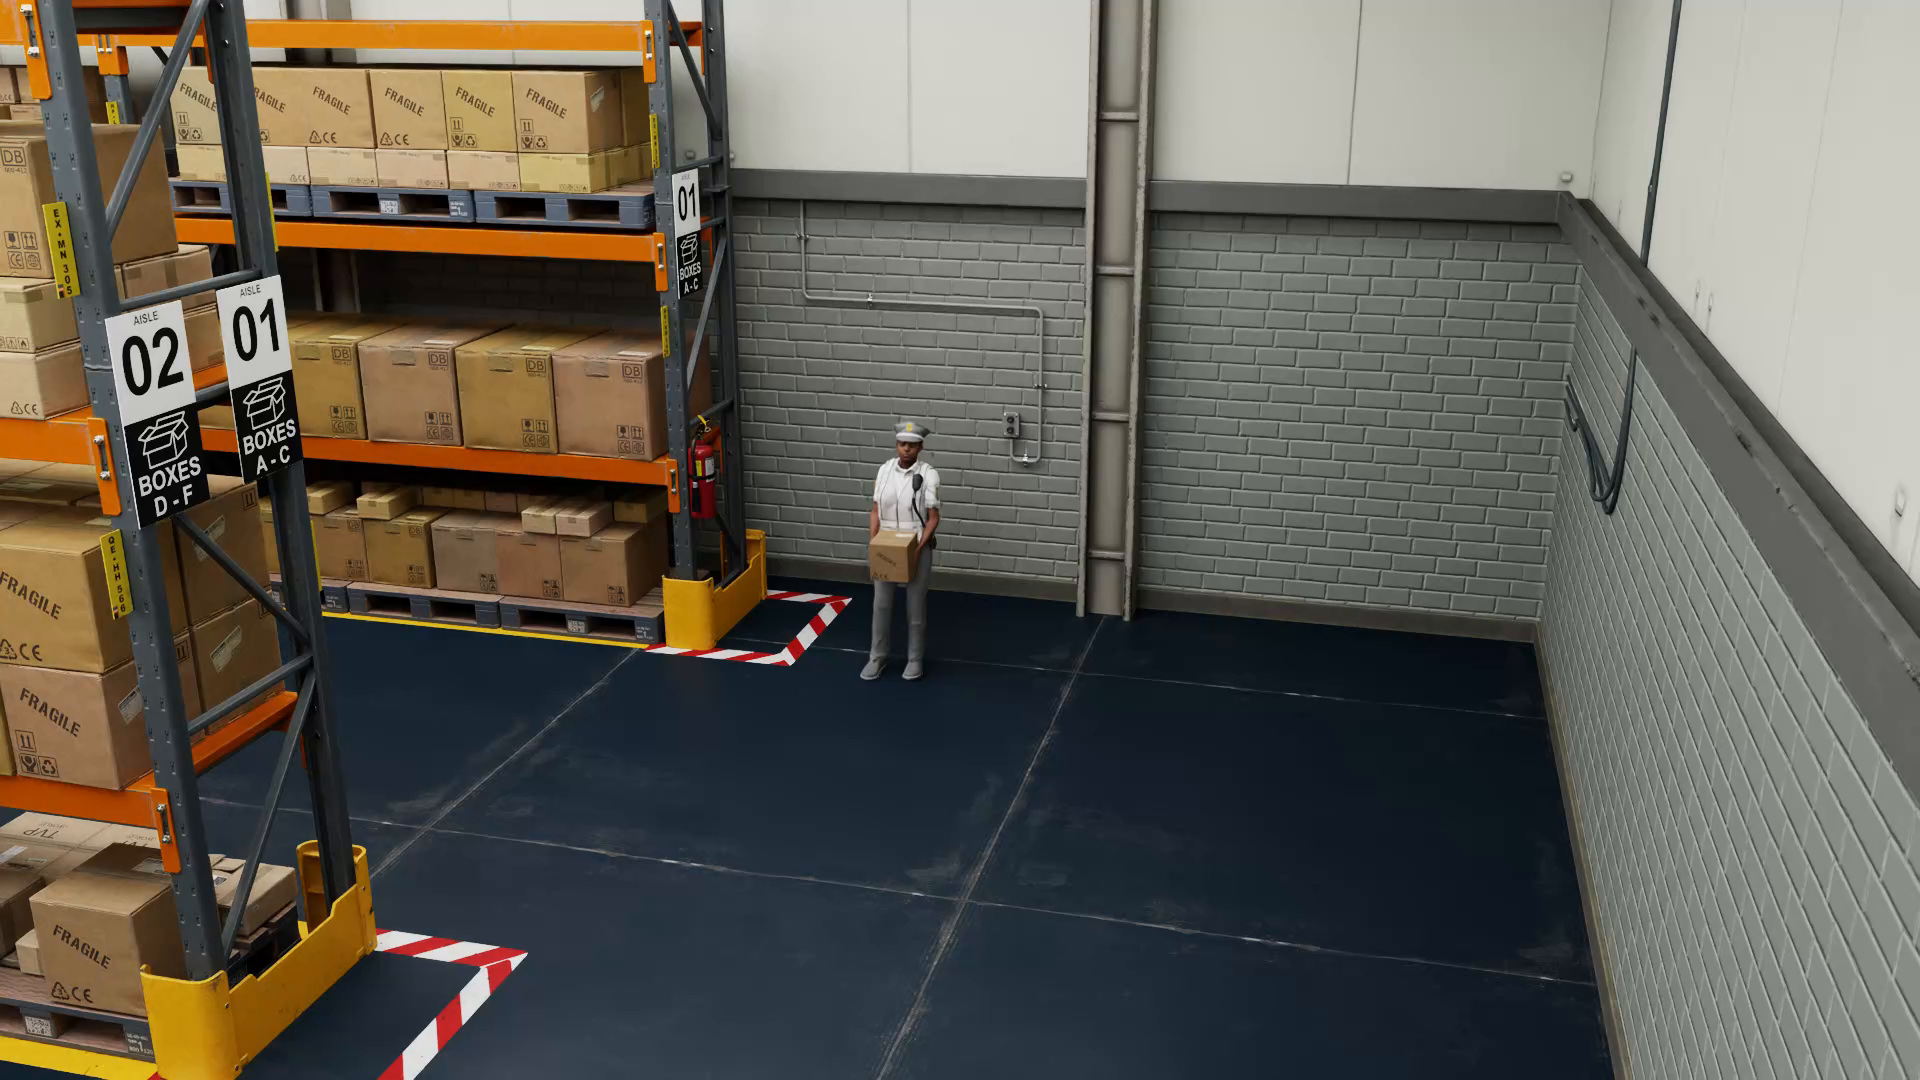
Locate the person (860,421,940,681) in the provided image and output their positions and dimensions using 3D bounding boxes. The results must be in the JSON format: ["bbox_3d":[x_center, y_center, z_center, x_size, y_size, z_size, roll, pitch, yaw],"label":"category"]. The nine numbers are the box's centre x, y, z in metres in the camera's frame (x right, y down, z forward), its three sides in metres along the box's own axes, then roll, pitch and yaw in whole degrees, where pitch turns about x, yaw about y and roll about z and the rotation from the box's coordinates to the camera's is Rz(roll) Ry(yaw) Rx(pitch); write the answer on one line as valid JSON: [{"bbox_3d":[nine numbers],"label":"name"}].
[{"bbox_3d":[-6.498,1.084,7.521,10.708,1.838,10.106,5,19,13],"label":"person"}]
